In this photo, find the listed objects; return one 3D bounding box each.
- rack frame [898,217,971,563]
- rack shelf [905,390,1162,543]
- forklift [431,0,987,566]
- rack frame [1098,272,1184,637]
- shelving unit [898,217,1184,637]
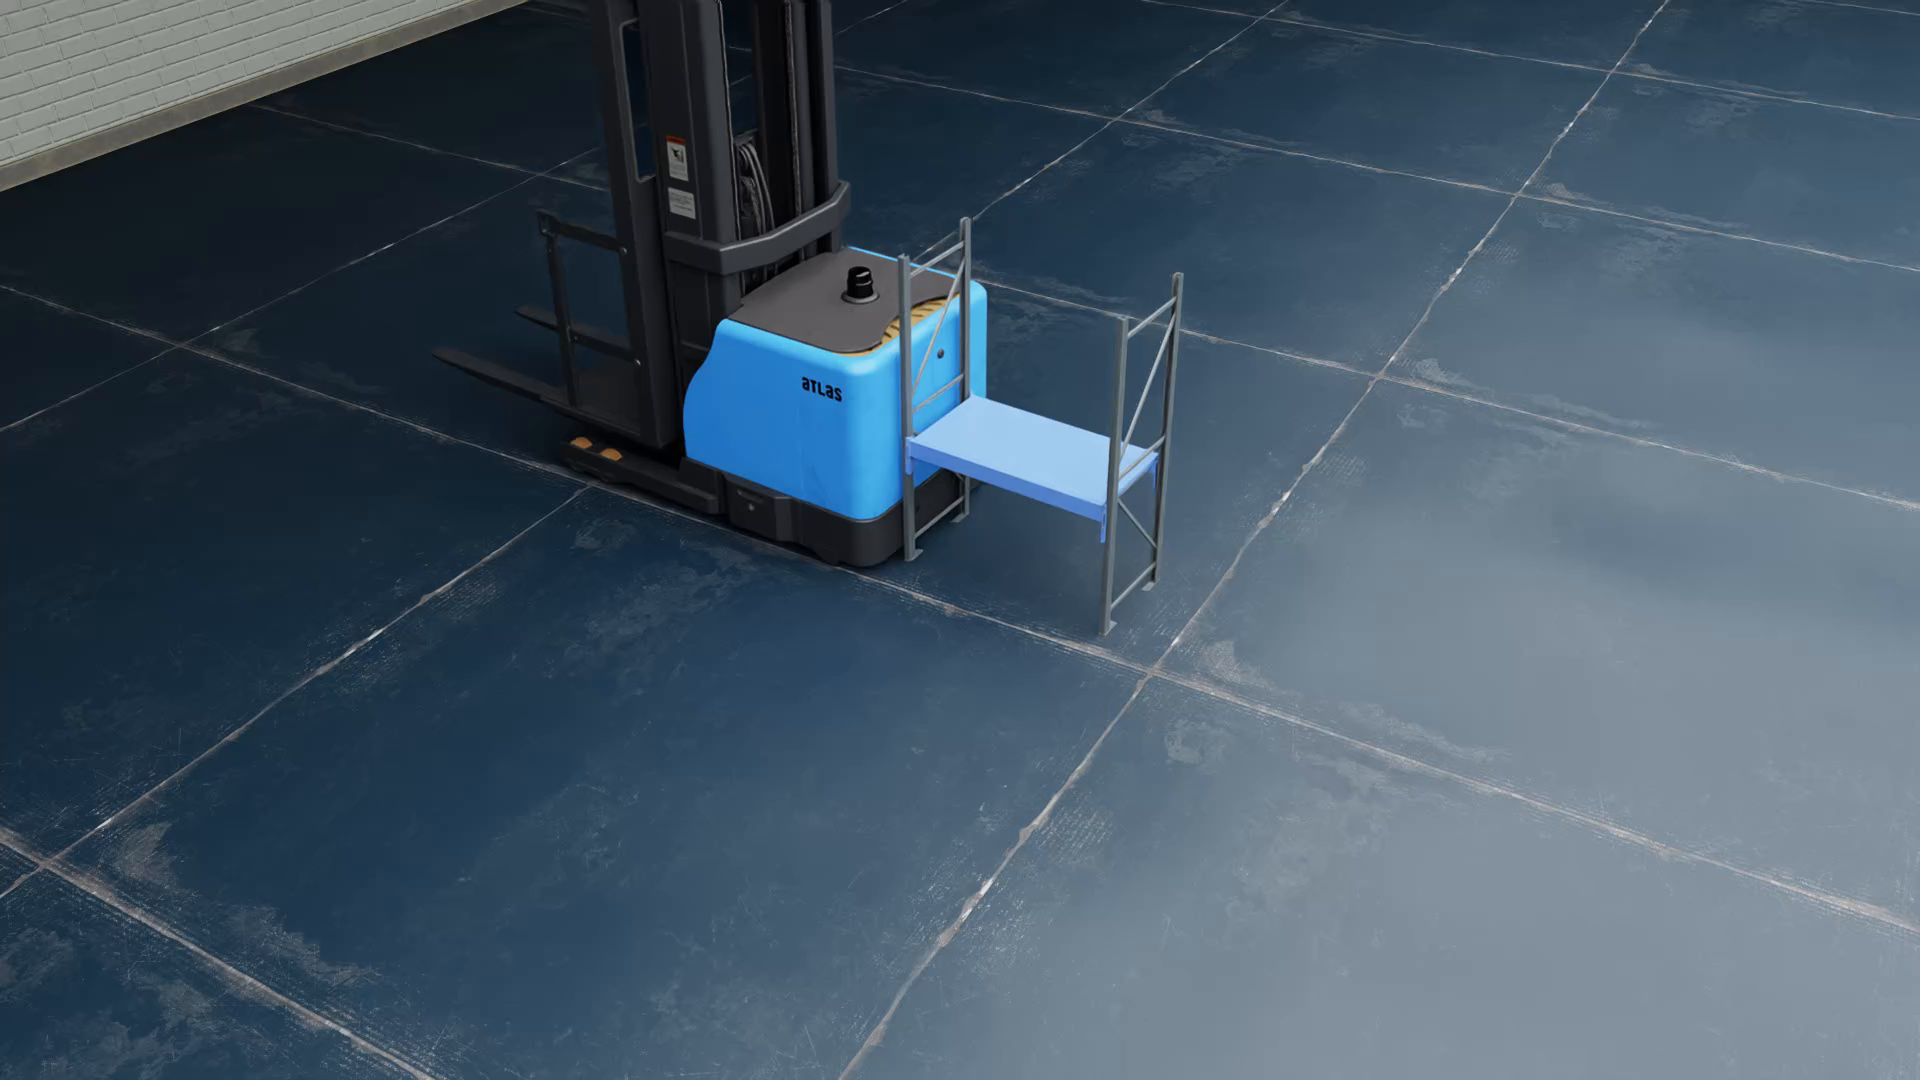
[{"bbox_3d":[-0.104,-0.640,7.358,0.032,1.500,0.500,20,39,27],"label":"rack frame"},{"bbox_3d":[0.320,-0.334,7.224,1.000,0.185,0.538,20,39,27],"label":"rack shelf"},{"bbox_3d":[-1.373,-1.724,7.695,3.031,2.935,1.130,20,39,27],"label":"forklift"},{"bbox_3d":[0.744,-0.329,6.890,0.032,1.500,0.500,20,39,27],"label":"rack frame"},{"bbox_3d":[0.320,-0.484,7.124,1.048,1.500,0.538,20,39,27],"label":"shelving unit"}]
